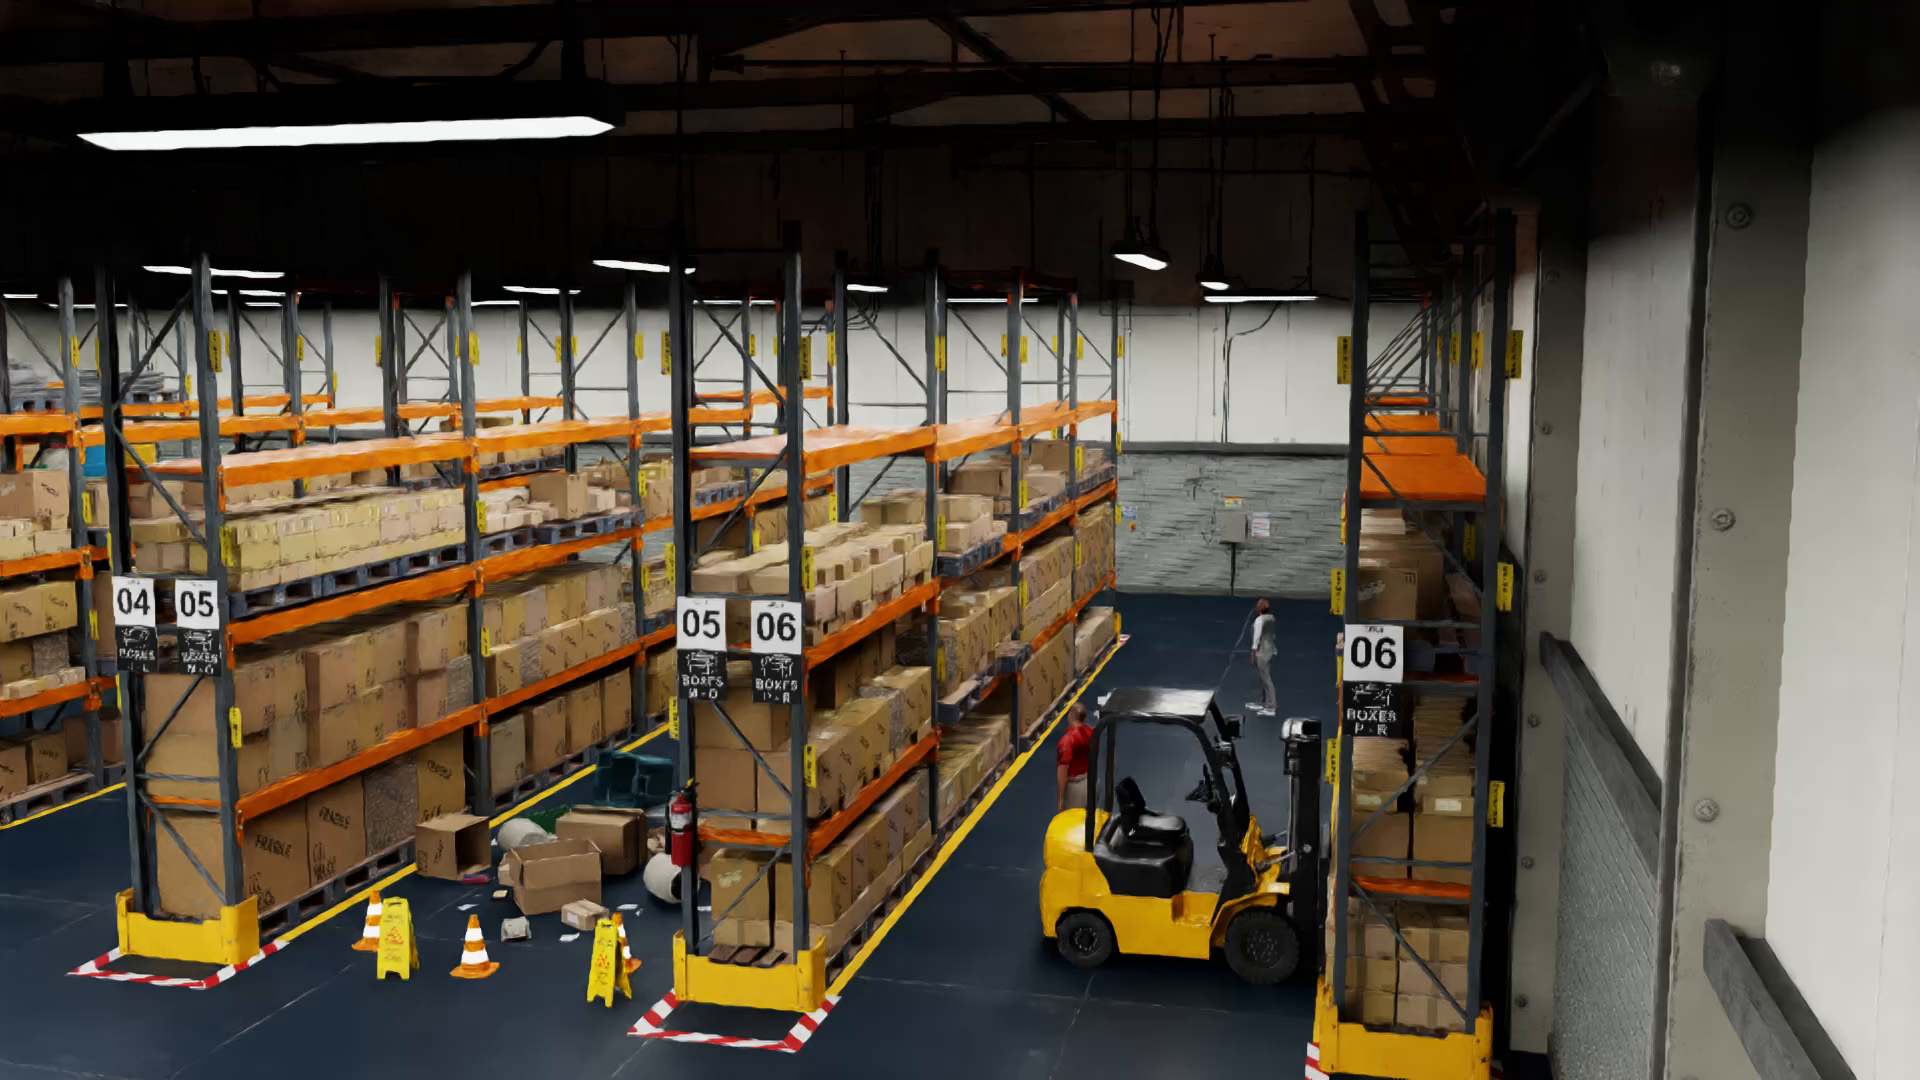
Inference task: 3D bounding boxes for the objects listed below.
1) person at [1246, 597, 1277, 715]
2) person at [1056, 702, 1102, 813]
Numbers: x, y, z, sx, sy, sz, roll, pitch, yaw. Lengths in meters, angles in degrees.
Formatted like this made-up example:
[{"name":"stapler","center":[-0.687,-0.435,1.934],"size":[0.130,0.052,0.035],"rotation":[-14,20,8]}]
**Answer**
[{"name":"person","center":[4.162,1.578,22.883],"size":[0.542,1.588,0.525],"rotation":[5,8,33]},{"name":"person","center":[1.069,2.384,15.764],"size":[0.498,1.731,0.588],"rotation":[7,10,43]}]
